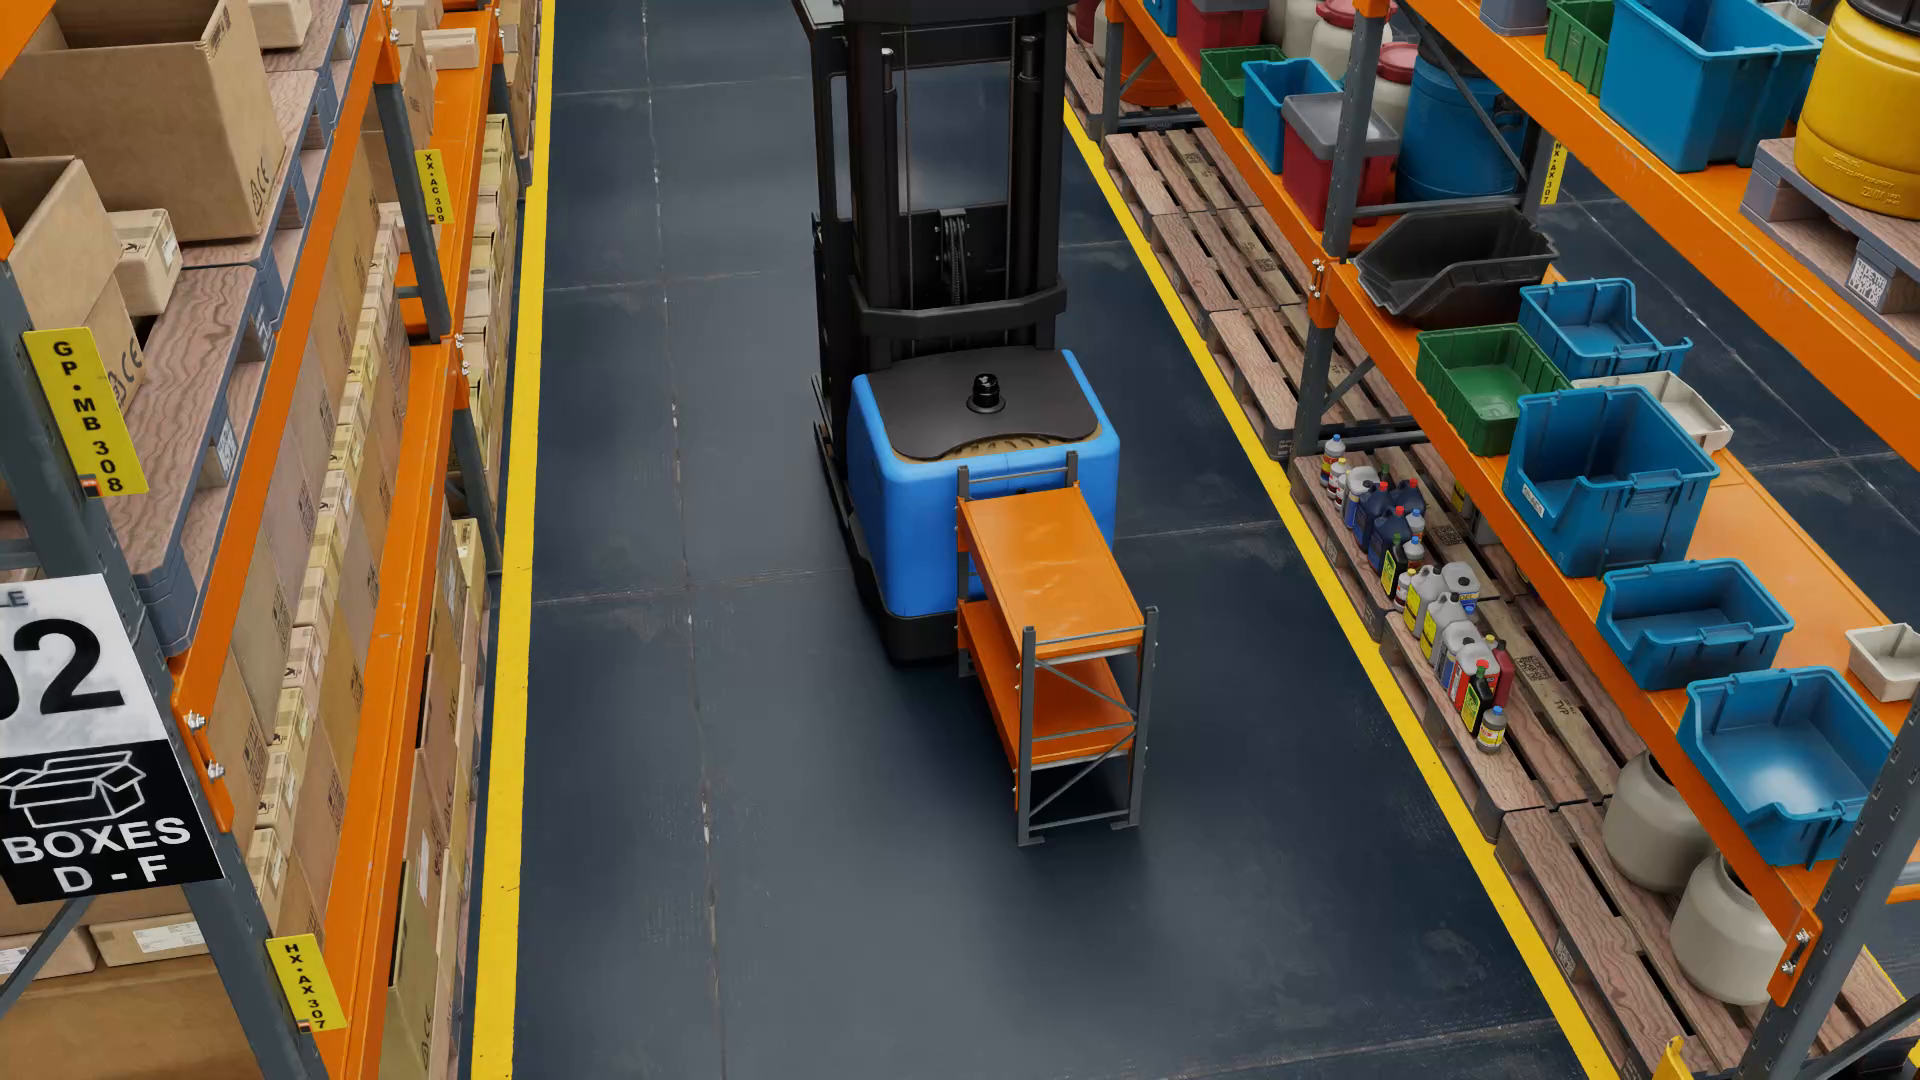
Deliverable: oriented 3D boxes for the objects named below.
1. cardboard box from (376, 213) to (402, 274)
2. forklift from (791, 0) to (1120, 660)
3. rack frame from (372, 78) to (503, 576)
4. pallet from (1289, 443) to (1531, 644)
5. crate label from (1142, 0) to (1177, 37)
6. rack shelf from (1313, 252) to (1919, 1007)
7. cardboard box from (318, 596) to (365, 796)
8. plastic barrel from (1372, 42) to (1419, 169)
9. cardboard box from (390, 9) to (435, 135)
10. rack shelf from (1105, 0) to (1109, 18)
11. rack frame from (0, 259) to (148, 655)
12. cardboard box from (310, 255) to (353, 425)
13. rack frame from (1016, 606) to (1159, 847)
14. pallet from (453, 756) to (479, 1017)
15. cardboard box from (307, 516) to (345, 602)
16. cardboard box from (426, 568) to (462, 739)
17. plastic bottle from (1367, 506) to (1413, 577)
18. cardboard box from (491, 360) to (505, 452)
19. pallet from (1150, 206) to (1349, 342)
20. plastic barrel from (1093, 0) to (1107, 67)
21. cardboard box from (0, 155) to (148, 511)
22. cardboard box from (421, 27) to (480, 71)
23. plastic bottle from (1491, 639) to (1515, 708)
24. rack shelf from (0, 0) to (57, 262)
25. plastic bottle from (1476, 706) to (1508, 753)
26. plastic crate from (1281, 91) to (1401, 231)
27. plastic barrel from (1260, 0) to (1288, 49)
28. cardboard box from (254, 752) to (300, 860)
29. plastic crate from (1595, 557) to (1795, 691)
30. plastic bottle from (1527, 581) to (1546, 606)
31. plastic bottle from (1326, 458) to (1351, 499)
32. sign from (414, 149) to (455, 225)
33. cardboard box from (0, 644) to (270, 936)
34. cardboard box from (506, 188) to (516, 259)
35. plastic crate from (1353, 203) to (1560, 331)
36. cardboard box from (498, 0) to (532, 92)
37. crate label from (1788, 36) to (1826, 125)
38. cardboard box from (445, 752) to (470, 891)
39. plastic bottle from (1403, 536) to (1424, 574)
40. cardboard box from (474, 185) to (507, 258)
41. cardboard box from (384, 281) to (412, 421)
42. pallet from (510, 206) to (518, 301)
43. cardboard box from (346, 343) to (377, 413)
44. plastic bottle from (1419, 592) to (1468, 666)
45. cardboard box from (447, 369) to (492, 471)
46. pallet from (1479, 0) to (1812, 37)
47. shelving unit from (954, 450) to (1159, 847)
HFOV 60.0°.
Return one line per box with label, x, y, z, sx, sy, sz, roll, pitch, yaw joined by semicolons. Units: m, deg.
cardboard box;-2.431;-1.159;6.587;0.380;0.149;0.250;-6;38;-8
forklift;-0.143;-1.534;7.735;1.130;2.935;3.031;-8;39;-10
rack frame;-2.690;-1.005;6.999;1.000;3.000;0.127;-6;38;-8
pallet;2.264;-0.024;8.009;1.003;0.211;1.213;-6;38;-8
crate label;1.394;-3.336;9.971;0.502;0.435;0.616;-6;38;-8
rack shelf;2.538;-0.043;6.347;1.077;0.370;4.000;-6;38;-8
cardboard box;-2.236;0.471;5.017;0.700;0.500;0.500;-6;38;-8
plastic barrel;2.236;-2.191;8.414;0.433;0.535;0.433;0;38;0
cardboard box;-3.081;-2.449;8.776;0.500;0.500;0.500;-8;39;-10
rack shelf;1.136;-4.875;12.567;1.077;0.370;4.000;-6;38;-8
rack frame;-1.988;-0.958;2.048;1.000;3.000;0.127;-6;38;-8
cardboard box;-2.429;-0.682;5.444;0.700;0.500;0.500;-6;38;-8
rack frame;0.469;0.727;6.297;0.500;1.125;0.032;-8;39;-10
pallet;-2.374;1.319;6.280;1.003;0.211;1.213;-6;38;-8
cardboard box;-2.073;0.077;4.995;0.380;0.149;0.250;-7;38;-9
cardboard box;-2.225;0.480;6.374;0.500;0.500;0.500;-6;38;-8
plastic bottle;1.954;-0.017;7.527;0.144;0.351;0.185;-8;39;-10
cardboard box;-2.605;-0.664;8.459;0.500;0.250;0.500;-5;38;-7
pallet;1.795;-1.643;10.093;1.003;0.211;1.213;-6;38;-8
plastic barrel;1.197;-3.760;12.230;0.421;0.512;0.421;0;38;0
cardboard box;-2.085;-0.383;3.212;0.797;0.503;0.637;-4;38;-5
cardboard box;-2.961;-2.808;9.525;0.380;0.149;0.250;-6;38;-8
plastic bottle;2.223;0.550;6.852;0.061;0.283;0.133;-6;38;-8
rack shelf;-2.339;-1.724;3.947;1.077;0.370;4.000;-6;38;-8
plastic bottle;2.135;0.750;6.662;0.097;0.201;0.097;0;38;0
plastic crate;1.802;-1.820;7.996;0.402;0.464;0.583;-6;38;-8
plastic barrel;1.951;-3.143;9.659;0.421;0.512;0.421;0;38;0
cardboard box;-1.894;0.696;4.199;0.380;0.149;0.250;-7;38;-9
plastic crate;2.398;0.276;5.471;0.499;0.251;0.408;-6;38;-8
plastic bottle;2.595;0.143;7.377;0.061;0.283;0.133;-6;38;-8
plastic bottle;1.830;-0.303;8.018;0.097;0.201;0.097;0;38;0
sign;-2.143;-1.439;6.787;0.100;0.325;0.005;-6;38;-8
cardboard box;-2.067;0.544;3.866;0.700;0.500;0.500;-6;38;-8
cardboard box;-2.965;-1.899;10.048;0.500;0.250;0.500;-7;38;-8
plastic crate;2.154;-1.181;7.276;0.767;0.338;0.504;-6;38;-8
cardboard box;-3.370;-3.532;11.931;0.500;0.500;0.500;-7;38;-9
crate label;2.886;-1.411;5.198;0.502;0.251;0.408;-6;38;-8
cardboard box;-2.125;1.077;6.218;0.500;0.250;0.500;-6;38;-8
plastic bottle;2.016;0.099;7.443;0.097;0.271;0.097;0;38;0
cardboard box;-2.873;-1.814;9.482;0.500;0.311;0.500;-6;38;-8
cardboard box;-2.606;-0.777;6.624;0.700;0.500;0.500;-7;38;-9
pallet;-3.285;-1.818;10.319;1.003;0.211;1.213;-6;38;-8
cardboard box;-2.254;-0.545;5.796;0.380;0.149;0.250;-6;38;-8
plastic bottle;2.061;0.352;7.052;0.144;0.351;0.185;-5;38;-6
cardboard box;-2.517;-0.583;7.897;0.500;0.311;0.500;-6;38;-8
pallet;2.410;-2.220;6.272;1.213;0.211;1.003;-6;38;-8
shelving unit;0.352;0.424;6.688;0.538;1.125;1.048;-8;39;-10
